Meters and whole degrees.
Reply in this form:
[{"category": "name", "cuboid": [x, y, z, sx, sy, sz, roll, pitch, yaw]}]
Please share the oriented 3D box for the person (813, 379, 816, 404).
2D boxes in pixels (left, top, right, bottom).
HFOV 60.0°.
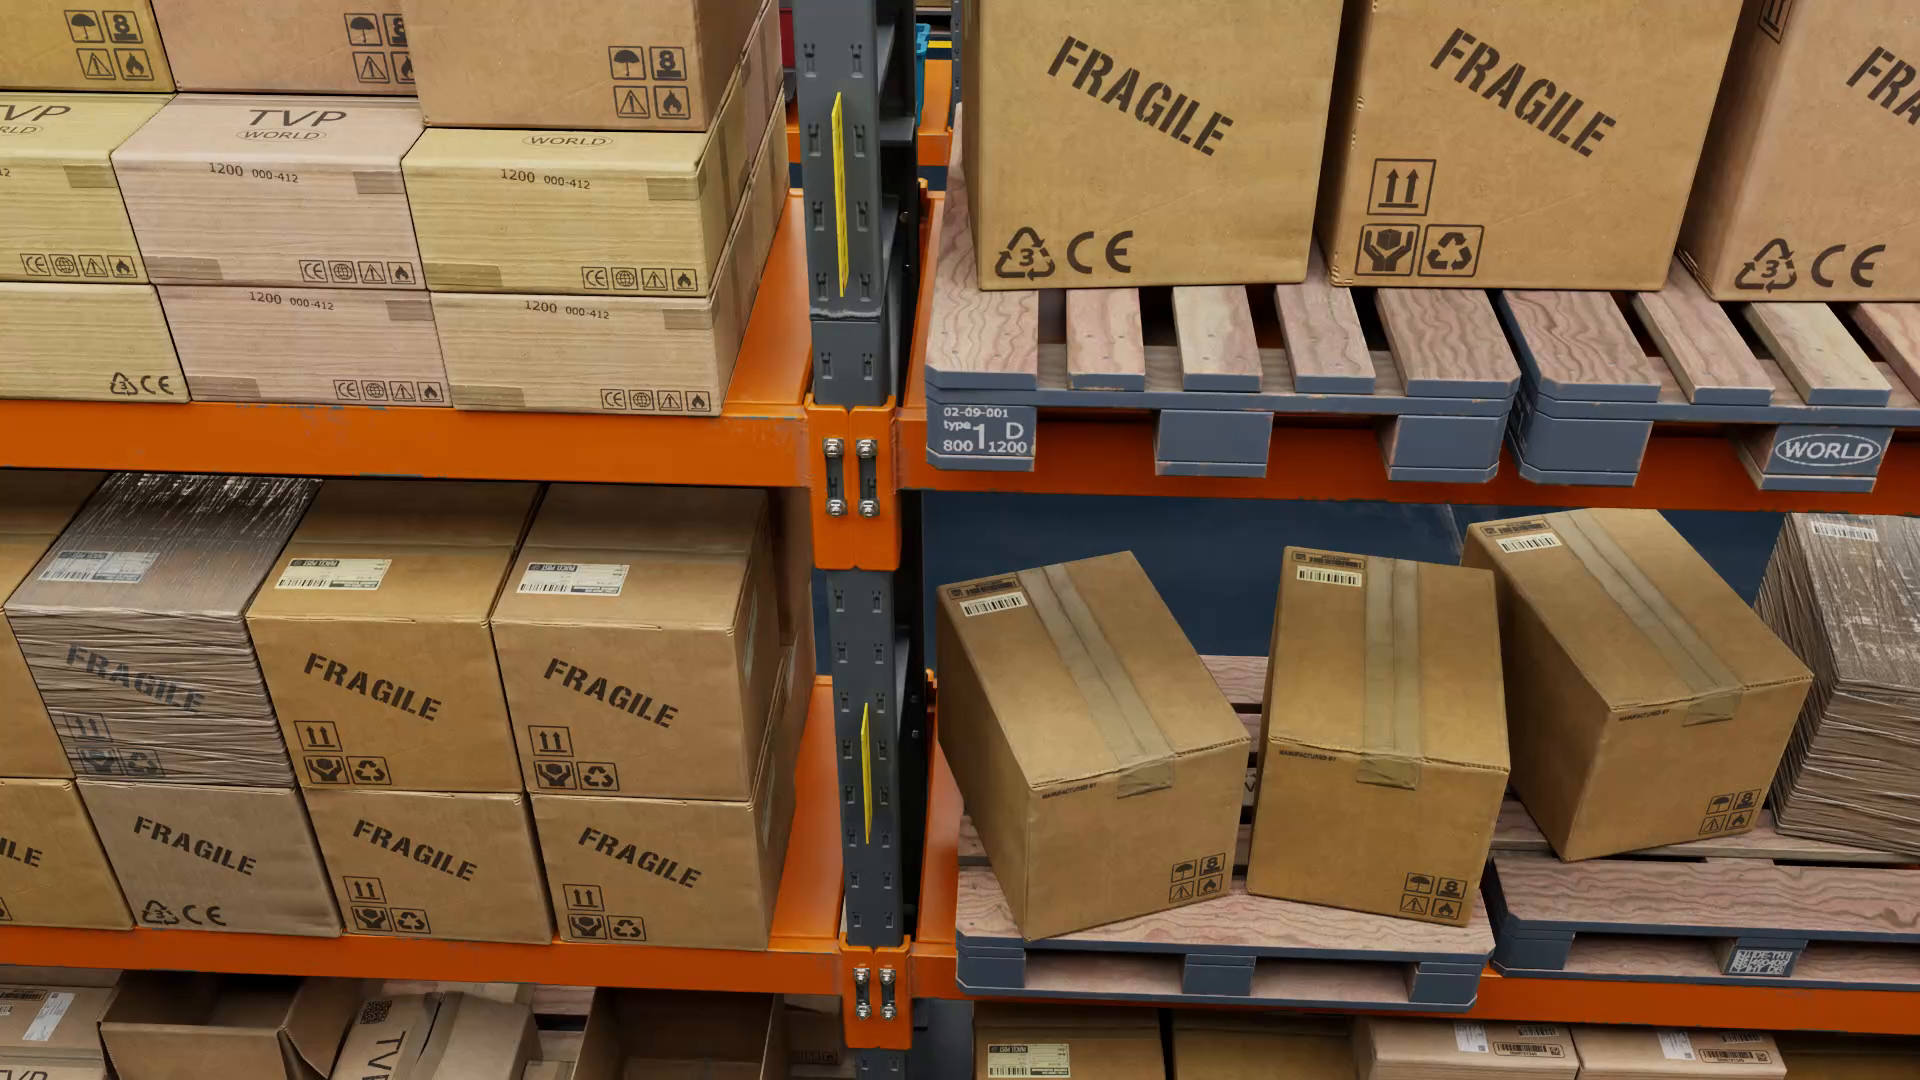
[{"category": "person", "cuboid": [-0.476, -0.719, 7.142, 0.466, 1.591, 0.348, 0, 36, 0]}]
